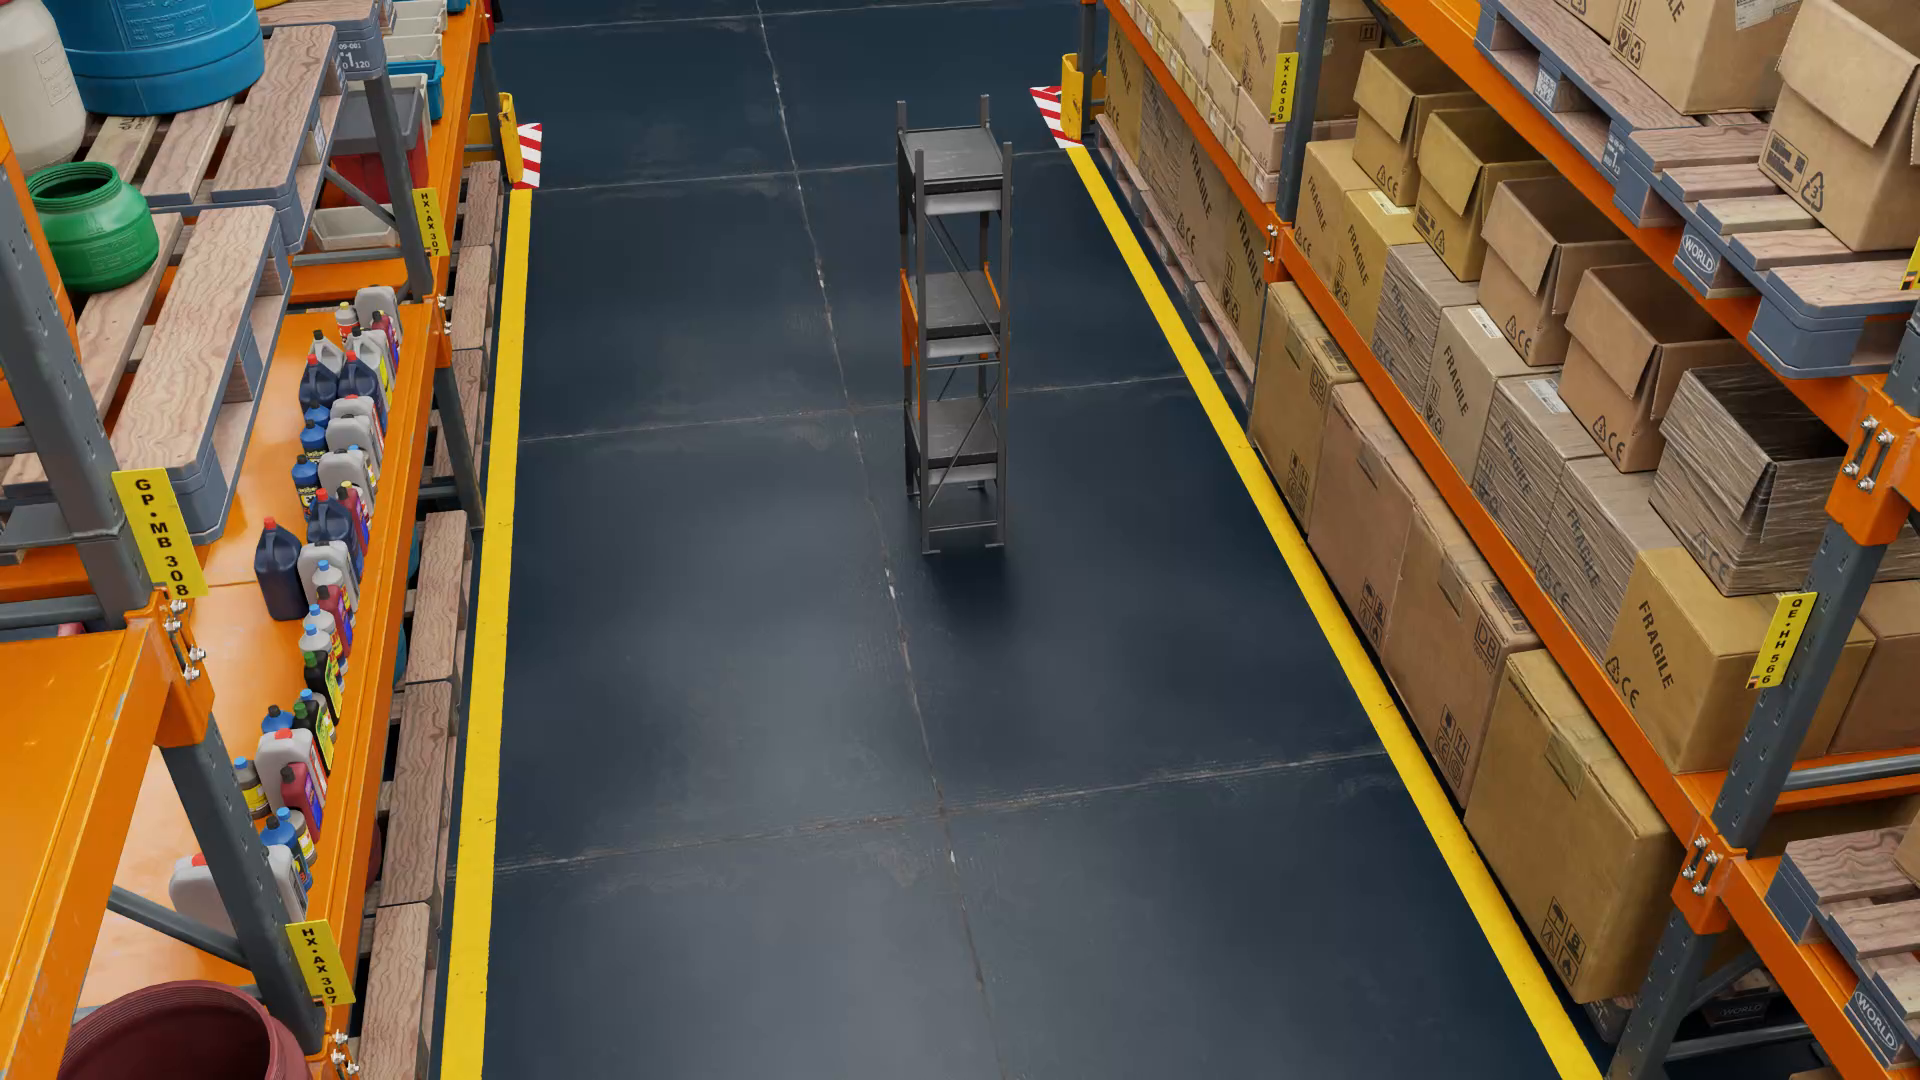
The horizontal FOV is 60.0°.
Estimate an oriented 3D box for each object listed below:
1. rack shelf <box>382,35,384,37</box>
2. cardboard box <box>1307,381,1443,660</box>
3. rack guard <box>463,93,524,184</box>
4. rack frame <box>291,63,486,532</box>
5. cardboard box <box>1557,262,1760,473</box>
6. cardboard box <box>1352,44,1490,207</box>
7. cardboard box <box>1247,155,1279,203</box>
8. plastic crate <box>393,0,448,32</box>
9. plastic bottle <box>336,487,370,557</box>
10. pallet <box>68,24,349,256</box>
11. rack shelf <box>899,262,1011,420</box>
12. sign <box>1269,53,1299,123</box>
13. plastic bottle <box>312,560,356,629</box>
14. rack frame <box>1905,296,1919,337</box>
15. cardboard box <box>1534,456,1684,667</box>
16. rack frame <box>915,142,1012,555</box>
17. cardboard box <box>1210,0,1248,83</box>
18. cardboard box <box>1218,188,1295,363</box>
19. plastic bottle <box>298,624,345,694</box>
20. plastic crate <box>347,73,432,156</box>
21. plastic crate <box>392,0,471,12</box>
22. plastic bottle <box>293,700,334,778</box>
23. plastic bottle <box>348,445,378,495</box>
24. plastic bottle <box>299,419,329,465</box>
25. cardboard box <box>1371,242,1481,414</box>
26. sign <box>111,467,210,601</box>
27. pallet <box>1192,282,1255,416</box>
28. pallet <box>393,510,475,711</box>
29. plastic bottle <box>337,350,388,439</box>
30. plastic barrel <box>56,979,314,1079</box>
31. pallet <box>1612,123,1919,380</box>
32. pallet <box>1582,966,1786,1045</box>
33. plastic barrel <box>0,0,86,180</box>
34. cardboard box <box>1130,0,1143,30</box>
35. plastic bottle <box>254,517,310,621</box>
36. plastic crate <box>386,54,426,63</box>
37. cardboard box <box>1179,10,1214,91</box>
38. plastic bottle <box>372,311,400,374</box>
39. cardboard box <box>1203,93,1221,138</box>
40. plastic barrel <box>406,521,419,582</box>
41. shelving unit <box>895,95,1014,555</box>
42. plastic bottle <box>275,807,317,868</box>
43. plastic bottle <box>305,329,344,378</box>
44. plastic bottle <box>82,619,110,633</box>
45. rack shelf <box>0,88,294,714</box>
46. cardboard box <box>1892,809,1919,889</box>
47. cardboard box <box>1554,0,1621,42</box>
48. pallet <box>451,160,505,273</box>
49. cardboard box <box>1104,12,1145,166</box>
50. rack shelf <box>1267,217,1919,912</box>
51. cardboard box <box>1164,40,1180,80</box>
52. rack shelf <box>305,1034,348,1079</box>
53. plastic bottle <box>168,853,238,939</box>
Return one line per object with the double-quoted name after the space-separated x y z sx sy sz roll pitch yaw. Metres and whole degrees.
-3.203 -3.326 8.128 1.077 0.370 4.000 -6 38 -8 "rack shelf"
2.313 -0.153 7.292 1.225 0.875 0.875 -7 38 -10 "cardboard box"
-3.571 -2.660 11.166 1.175 0.500 0.348 -6 38 -8 "rack guard"
-2.852 -1.218 7.272 1.000 3.000 0.127 -6 38 -8 "rack frame"
2.501 -0.607 5.587 0.797 0.503 0.637 -5 38 -7 "cardboard box"
2.144 -1.801 7.124 0.797 0.503 0.637 -7 38 -9 "cardboard box"
1.648 -1.800 8.227 0.380 0.149 0.250 -6 38 -8 "cardboard box"
-3.233 -3.080 9.836 0.396 0.136 0.243 -6 38 -8 "plastic crate"
-2.163 -0.087 5.912 0.061 0.283 0.133 -6 38 -8 "plastic bottle"
-2.417 -1.180 4.933 1.003 0.211 1.213 -6 38 -8 "pallet"
-0.029 -0.918 7.643 0.431 0.518 0.480 -6 38 -8 "rack shelf"
1.478 -2.063 7.590 0.100 0.325 0.005 -6 38 -8 "sign"
-2.105 0.183 5.575 0.097 0.271 0.097 0 38 0 "plastic bottle"
2.725 -1.703 3.008 1.000 3.000 0.127 -6 38 -8 "rack frame"
2.313 0.053 5.555 0.500 0.500 0.500 -7 38 -8 "cardboard box"
0.014 -0.782 7.445 0.400 2.100 0.015 -6 38 -8 "rack frame"
1.596 -2.657 8.393 0.500 0.500 0.500 -6 38 -7 "cardboard box"
1.987 -1.484 9.005 0.875 0.875 0.875 -6 38 -8 "cardboard box"
-2.047 0.381 5.320 0.097 0.271 0.097 0 38 0 "plastic bottle"
-2.939 -2.137 8.503 0.437 0.282 0.530 -6 38 -8 "plastic crate"
-3.311 -3.489 10.118 0.616 0.435 0.499 -6 38 -8 "plastic crate"
-1.969 0.583 5.050 0.061 0.283 0.133 -6 38 -8 "plastic bottle"
-2.242 -0.262 6.204 0.097 0.201 0.097 0 38 0 "plastic bottle"
-2.409 -0.332 6.238 0.097 0.271 0.097 0 38 0 "plastic bottle"
2.035 -0.879 6.755 0.500 0.500 0.500 -7 38 -9 "cardboard box"
-1.611 -0.008 3.356 0.100 0.325 0.005 -6 38 -8 "sign"
1.967 -1.117 9.415 1.003 0.211 1.213 -6 38 -8 "pallet"
-2.758 0.354 7.522 1.003 0.211 1.213 -6 38 -8 "pallet"
-2.337 -0.567 6.474 0.144 0.351 0.185 -6 38 -8 "plastic bottle"
-1.772 1.392 3.802 0.600 0.536 0.708 -6 38 -8 "plastic barrel"
2.560 -0.827 4.479 1.213 0.211 1.003 -5 38 -6 "pallet"
2.661 1.283 6.327 1.003 0.211 1.213 -6 38 -8 "pallet"
-2.610 -1.260 4.429 0.433 0.535 0.433 0 38 0 "plastic barrel"
1.242 -3.197 10.025 0.380 0.149 0.250 -7 38 -9 "cardboard box"
-2.302 0.085 5.636 0.144 0.351 0.185 -6 38 -8 "plastic bottle"
-3.053 -2.561 9.168 0.298 0.136 0.250 -6 38 -8 "plastic crate"
1.505 -2.668 9.018 0.500 0.250 0.500 -5 38 -7 "cardboard box"
-2.380 -0.833 6.873 0.061 0.283 0.133 -6 38 -8 "plastic bottle"
1.513 -2.266 8.826 0.380 0.149 0.250 -6 38 -7 "cardboard box"
-2.774 -0.224 7.362 0.600 0.901 0.708 -6 38 -8 "plastic barrel"
-0.029 -0.929 7.634 0.431 2.100 0.503 -6 38 -8 "shelving unit"
-1.919 0.849 4.774 0.097 0.201 0.097 0 38 0 "plastic bottle"
-2.511 -0.663 6.598 0.144 0.351 0.185 -6 38 -8 "plastic bottle"
-2.829 0.228 5.451 0.144 0.351 0.185 -6 38 -8 "plastic bottle"
-2.502 -0.910 5.018 1.077 0.370 4.000 -6 38 -8 "rack shelf"
2.859 0.782 4.274 0.500 0.500 0.500 -11 39 -14 "cardboard box"
2.346 -1.957 5.353 0.797 0.503 0.637 -7 38 -9 "cardboard box"
-3.447 -2.030 10.591 1.003 0.211 1.213 -6 38 -8 "pallet"
1.513 -3.115 11.104 0.875 0.875 0.875 -6 38 -8 "cardboard box"
2.374 -0.258 6.624 1.077 0.370 4.000 -6 38 -8 "rack shelf"
1.379 -2.730 9.424 0.380 0.149 0.250 -6 38 -7 "cardboard box"
-1.801 2.690 2.828 1.077 0.370 4.000 -6 38 -8 "rack shelf"
-2.059 0.968 4.561 0.152 0.276 0.135 -6 38 -8 "plastic bottle"
